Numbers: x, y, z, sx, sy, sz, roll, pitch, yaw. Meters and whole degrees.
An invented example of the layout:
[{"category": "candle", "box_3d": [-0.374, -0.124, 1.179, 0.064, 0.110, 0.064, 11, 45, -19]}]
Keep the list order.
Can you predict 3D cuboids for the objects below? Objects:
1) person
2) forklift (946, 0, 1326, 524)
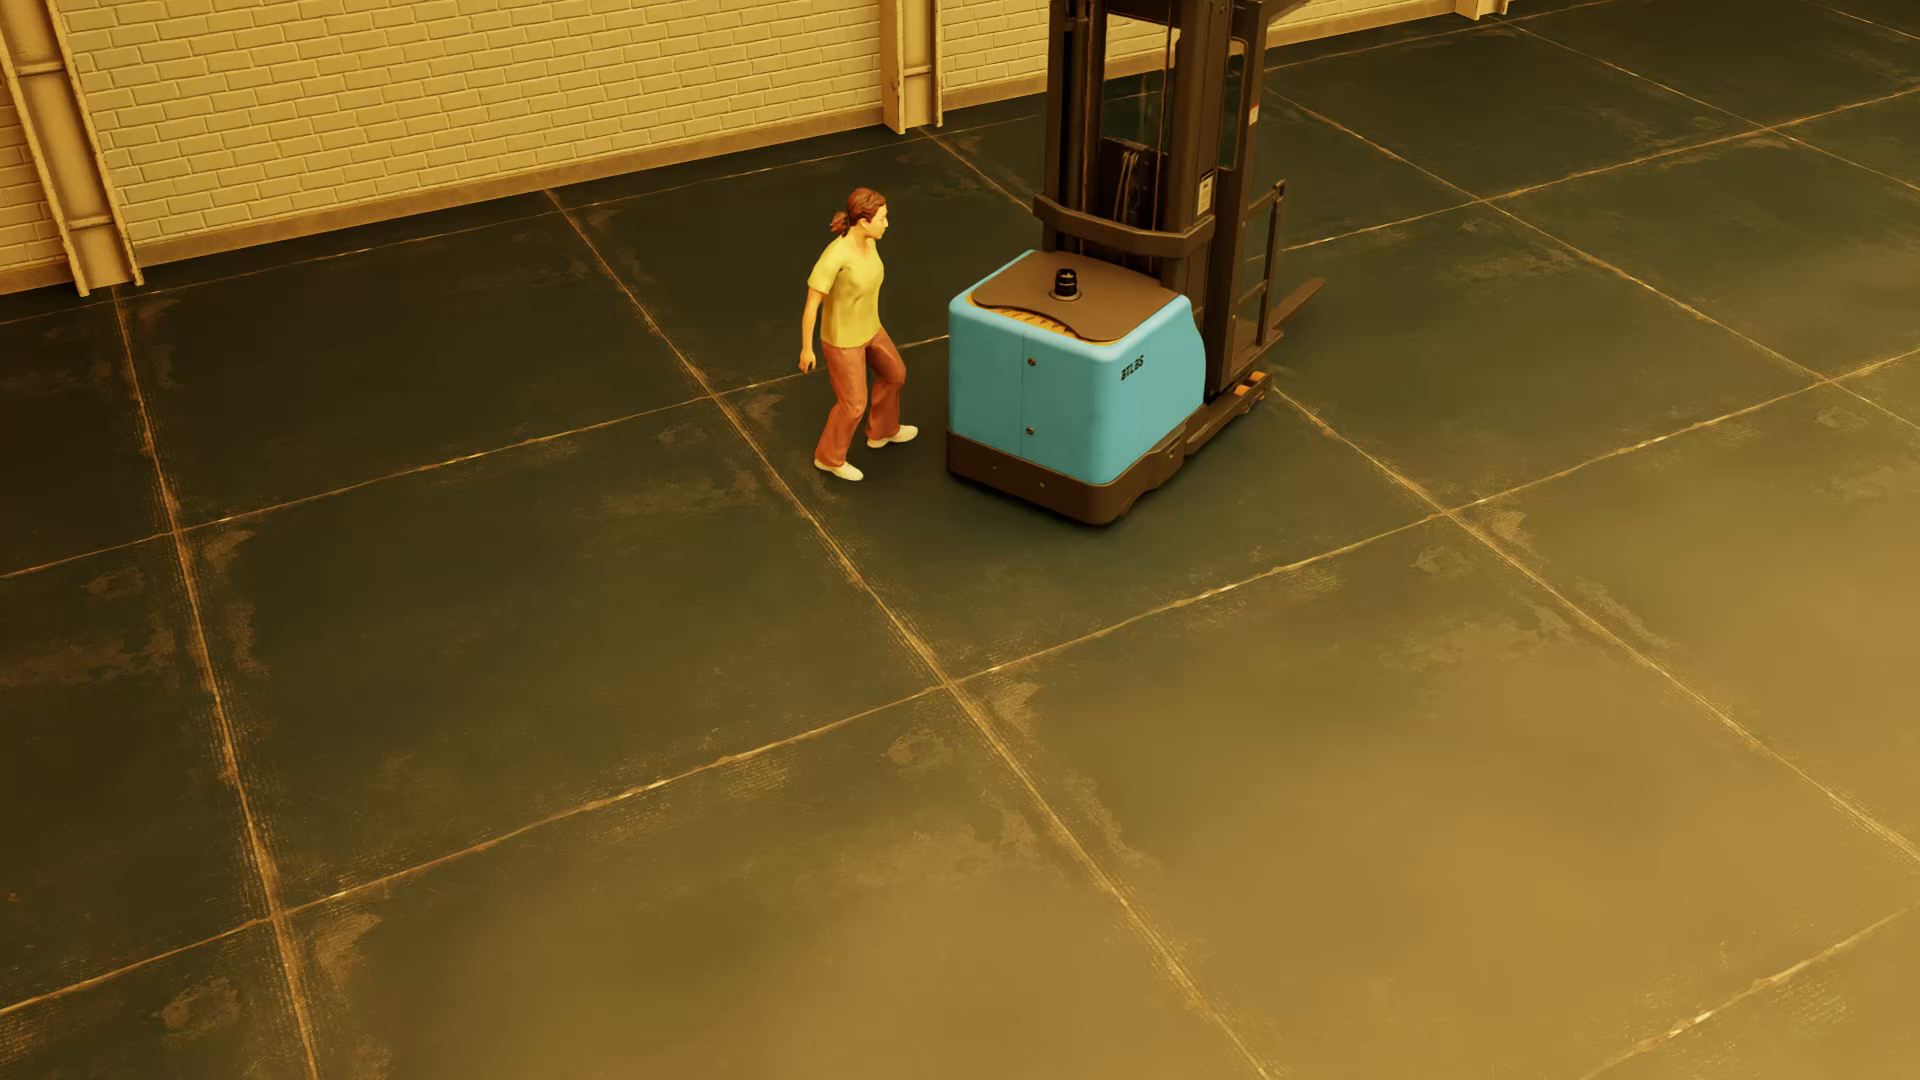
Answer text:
[{"category": "person", "box_3d": [-0.566, -1.097, 8.815, 0.396, 1.645, 0.803, 17, 39, 23]}, {"category": "forklift", "box_3d": [1.189, -2.081, 9.067, 1.130, 2.935, 3.031, 22, 41, 28]}]
